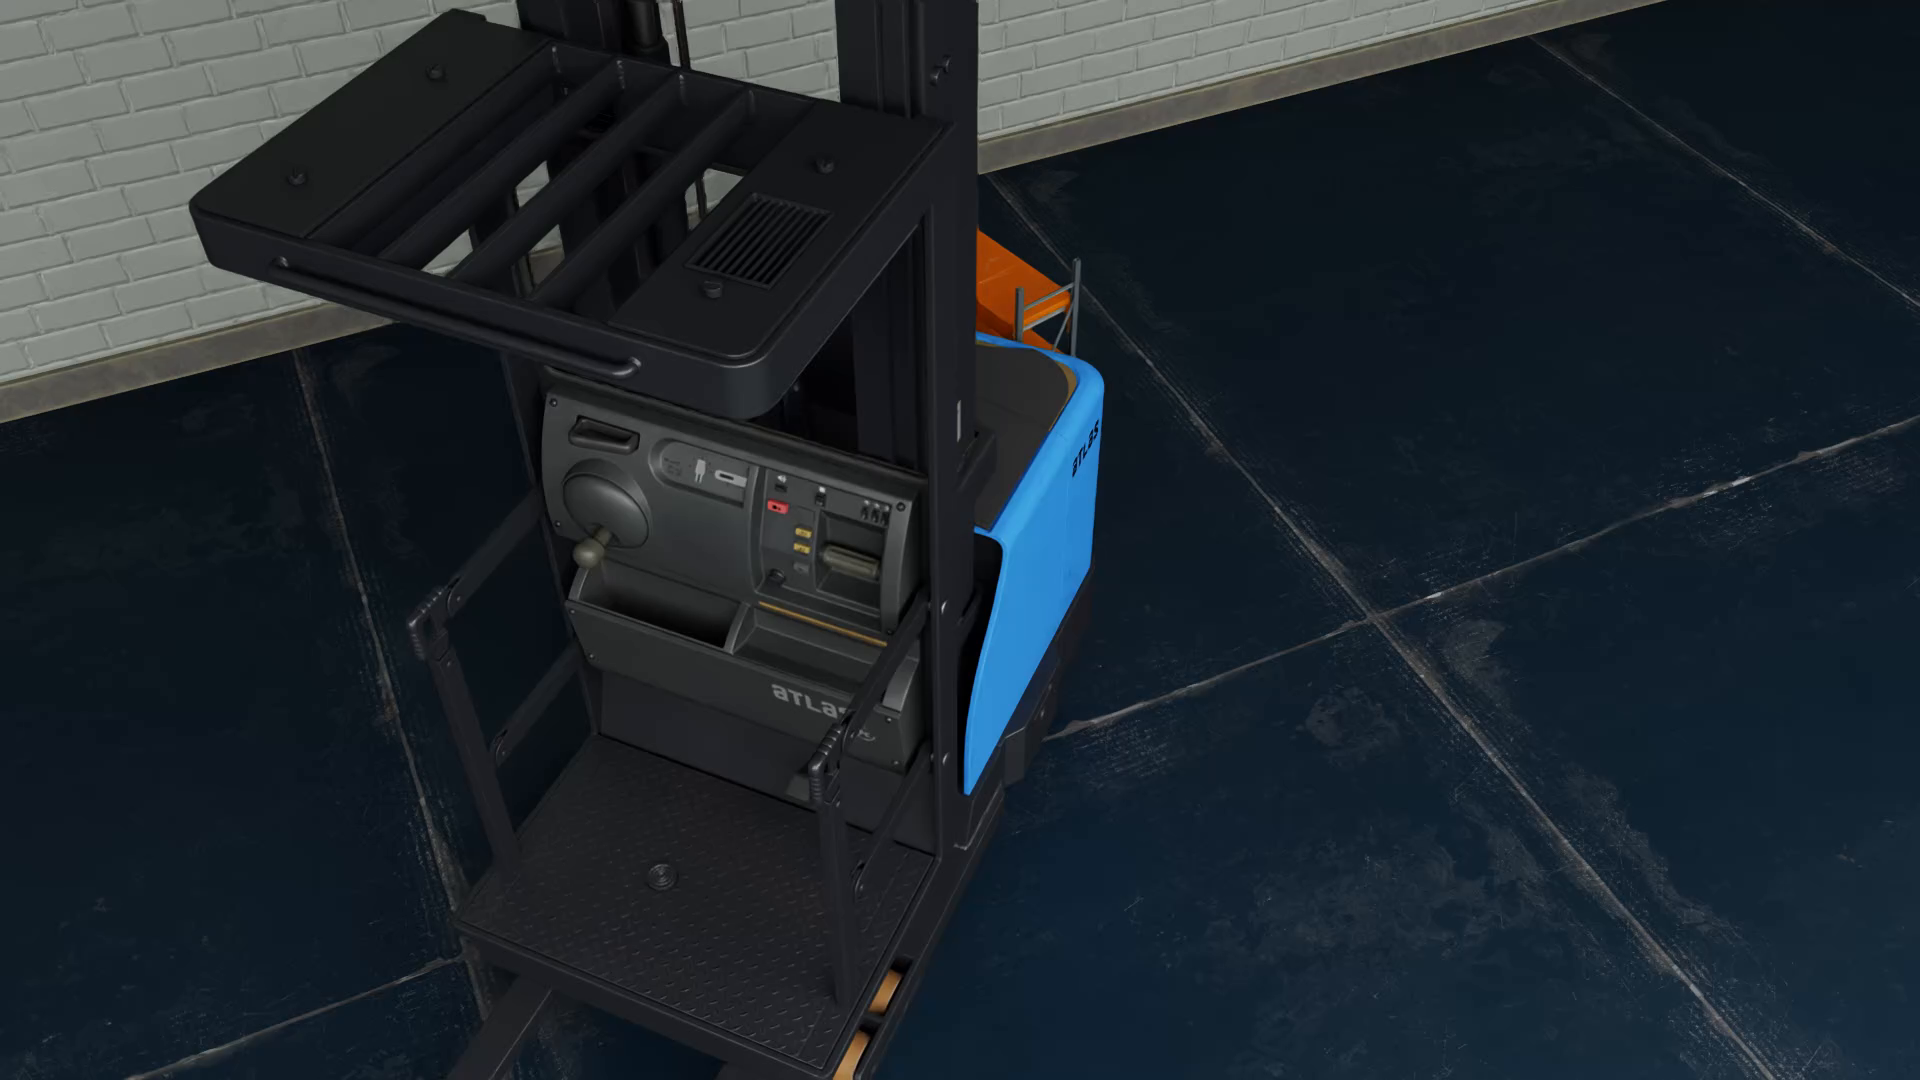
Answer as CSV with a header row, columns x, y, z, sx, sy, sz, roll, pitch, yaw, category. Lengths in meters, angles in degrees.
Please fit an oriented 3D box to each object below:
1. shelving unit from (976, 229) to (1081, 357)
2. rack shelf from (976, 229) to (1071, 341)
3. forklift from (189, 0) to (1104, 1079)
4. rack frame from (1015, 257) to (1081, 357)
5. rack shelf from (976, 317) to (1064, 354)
x,y,z,sx,sy,sz,roll,pitch,yaw,category
0.104,-0.479,5.381,0.258,1.200,0.503,-30,52,-27,shelving unit
0.104,-0.759,5.105,0.258,0.148,0.480,-30,52,-27,rack shelf
-0.624,0.034,3.629,1.130,2.935,3.031,17,47,16,forklift
0.258,-0.346,5.246,0.240,1.200,0.015,-30,52,-27,rack frame
0.104,-0.590,5.271,0.258,0.148,0.480,-30,52,-27,rack shelf
